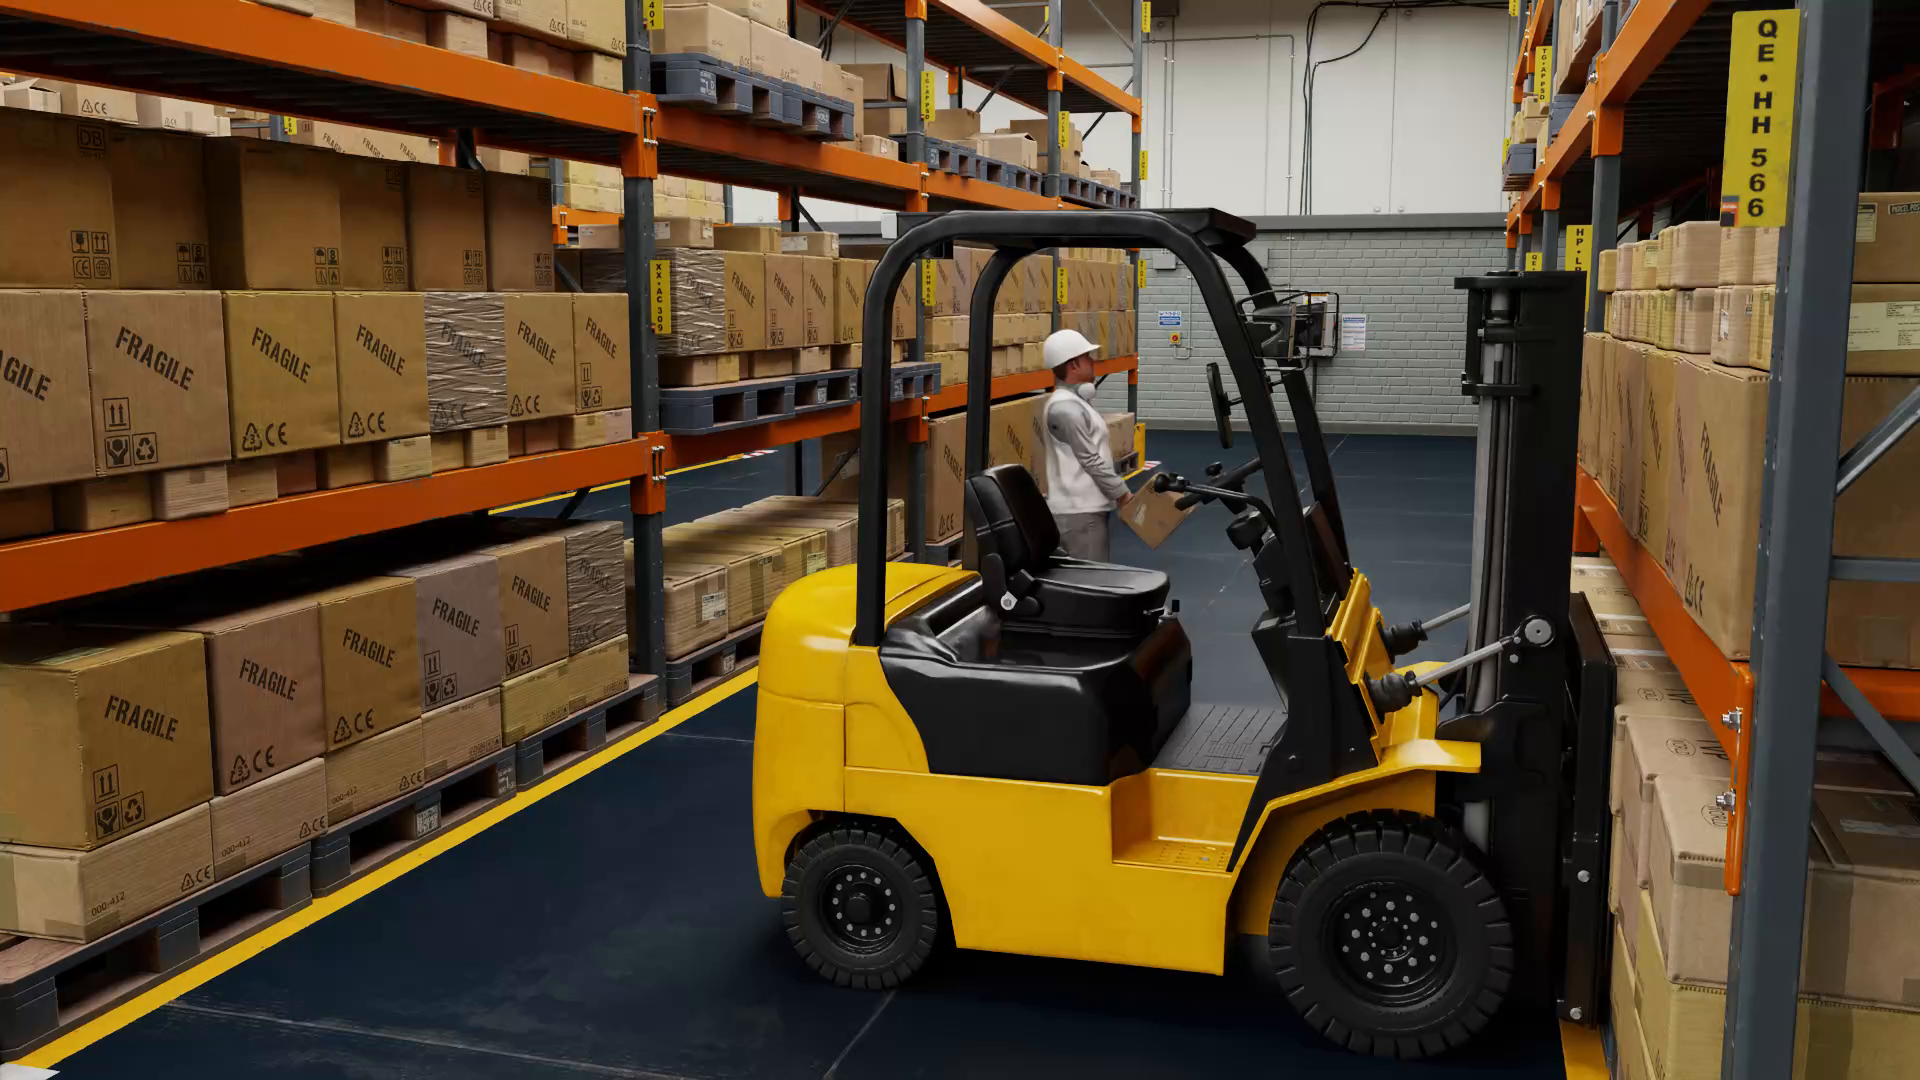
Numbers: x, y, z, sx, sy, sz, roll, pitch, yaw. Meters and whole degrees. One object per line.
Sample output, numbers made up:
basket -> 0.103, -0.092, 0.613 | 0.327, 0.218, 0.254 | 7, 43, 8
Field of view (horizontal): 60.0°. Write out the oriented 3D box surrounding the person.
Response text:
person -> 0.657, -0.137, 8.165 | 0.521, 1.777, 0.557 | 0, 8, 3
